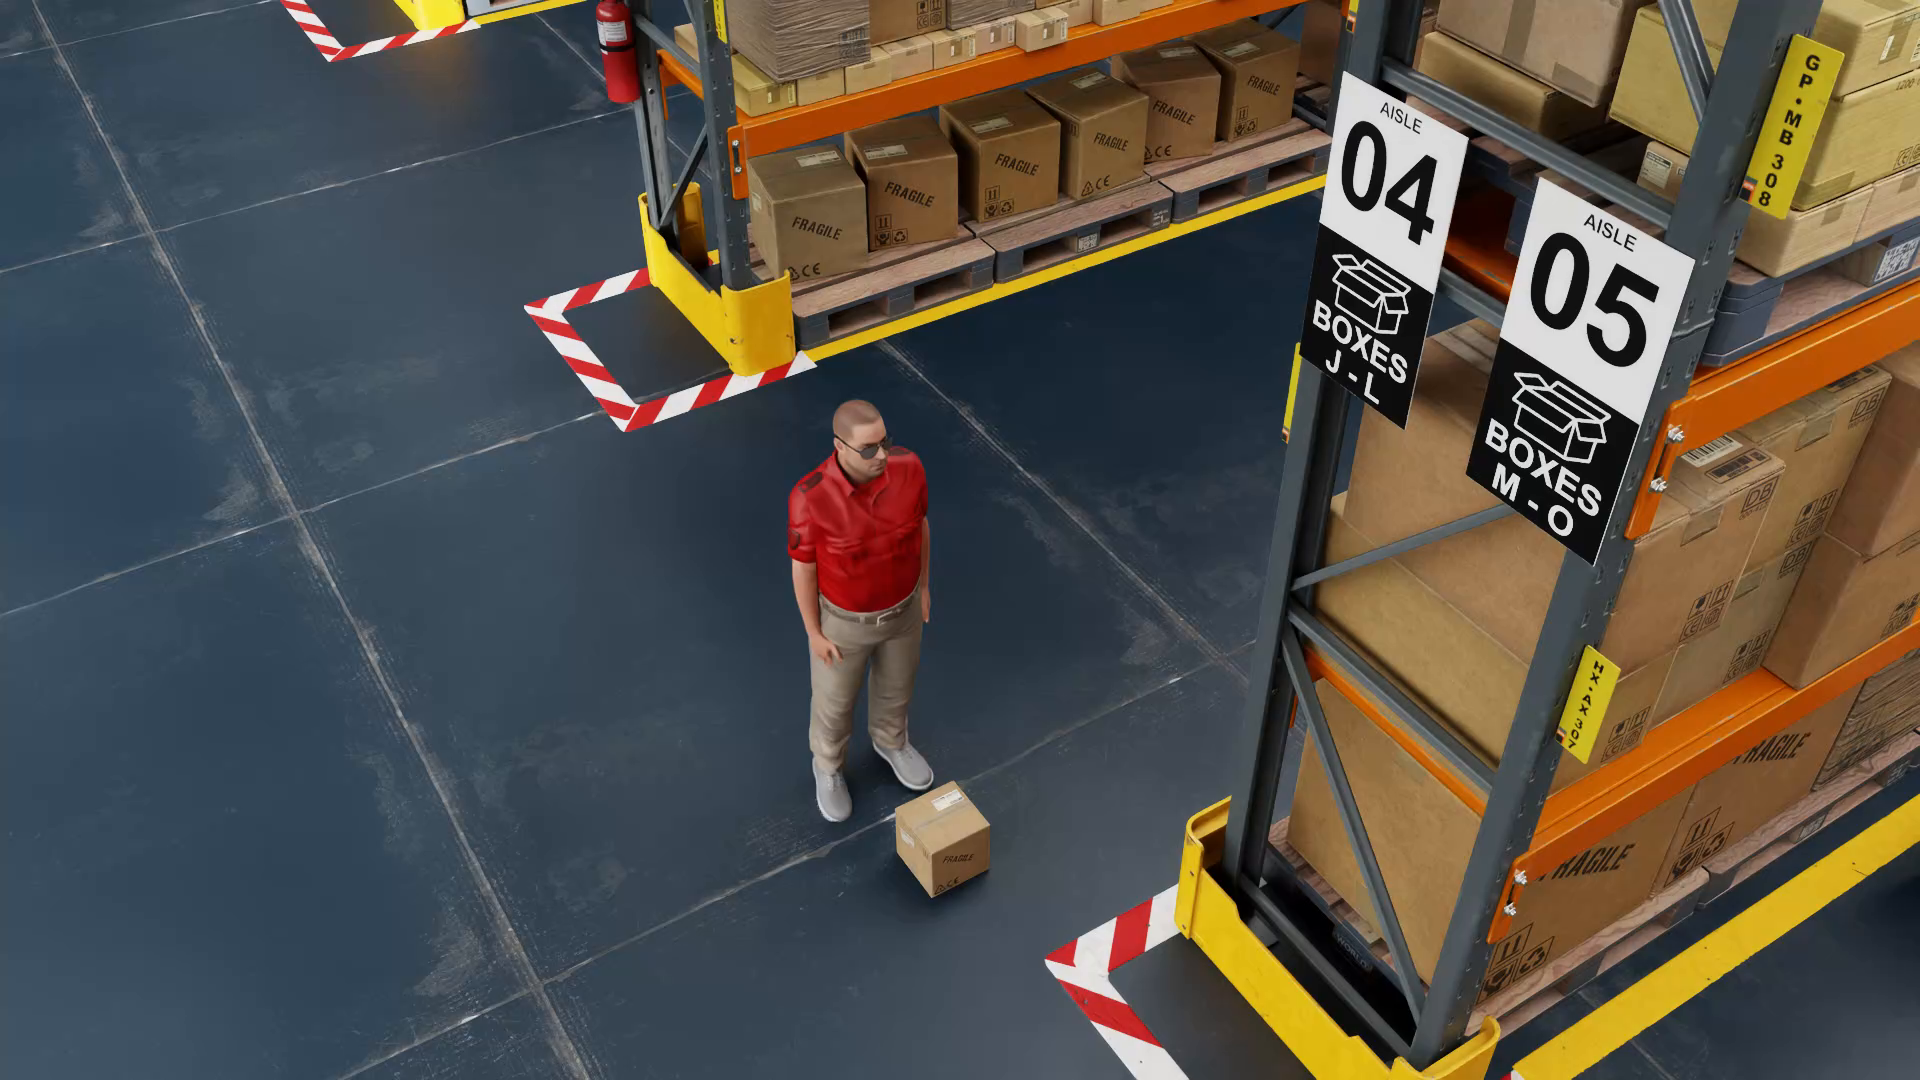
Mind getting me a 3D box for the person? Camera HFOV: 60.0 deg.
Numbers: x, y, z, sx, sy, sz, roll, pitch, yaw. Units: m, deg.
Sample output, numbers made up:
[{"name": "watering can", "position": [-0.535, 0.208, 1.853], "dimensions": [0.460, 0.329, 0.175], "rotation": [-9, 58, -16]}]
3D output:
[{"name": "person", "position": [-0.321, 0.340, 5.946], "dimensions": [0.540, 1.548, 0.363], "rotation": [-22, 45, -23]}]
